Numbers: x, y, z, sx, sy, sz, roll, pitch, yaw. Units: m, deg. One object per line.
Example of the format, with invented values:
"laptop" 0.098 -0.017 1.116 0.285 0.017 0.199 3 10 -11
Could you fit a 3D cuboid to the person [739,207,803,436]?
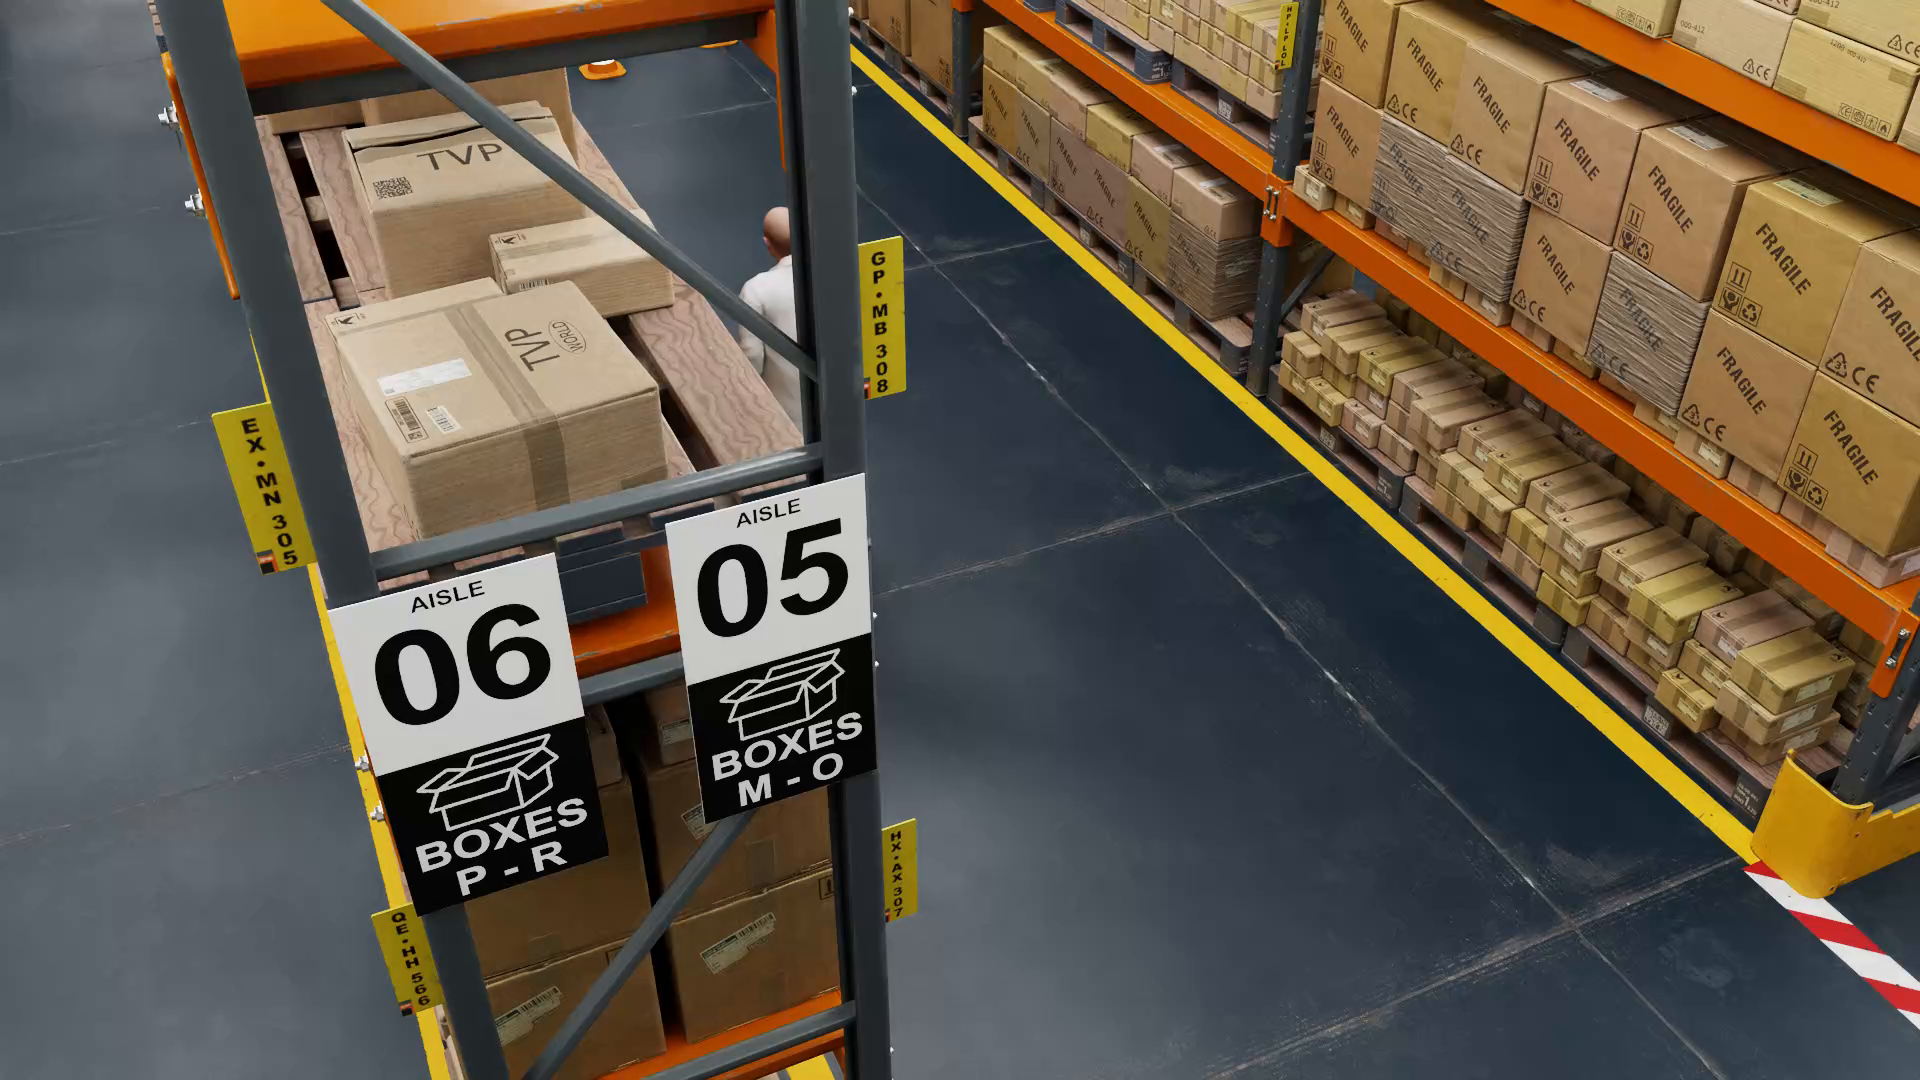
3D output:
"person" -0.747 -0.730 7.846 0.641 1.773 0.427 -16 40 -20
